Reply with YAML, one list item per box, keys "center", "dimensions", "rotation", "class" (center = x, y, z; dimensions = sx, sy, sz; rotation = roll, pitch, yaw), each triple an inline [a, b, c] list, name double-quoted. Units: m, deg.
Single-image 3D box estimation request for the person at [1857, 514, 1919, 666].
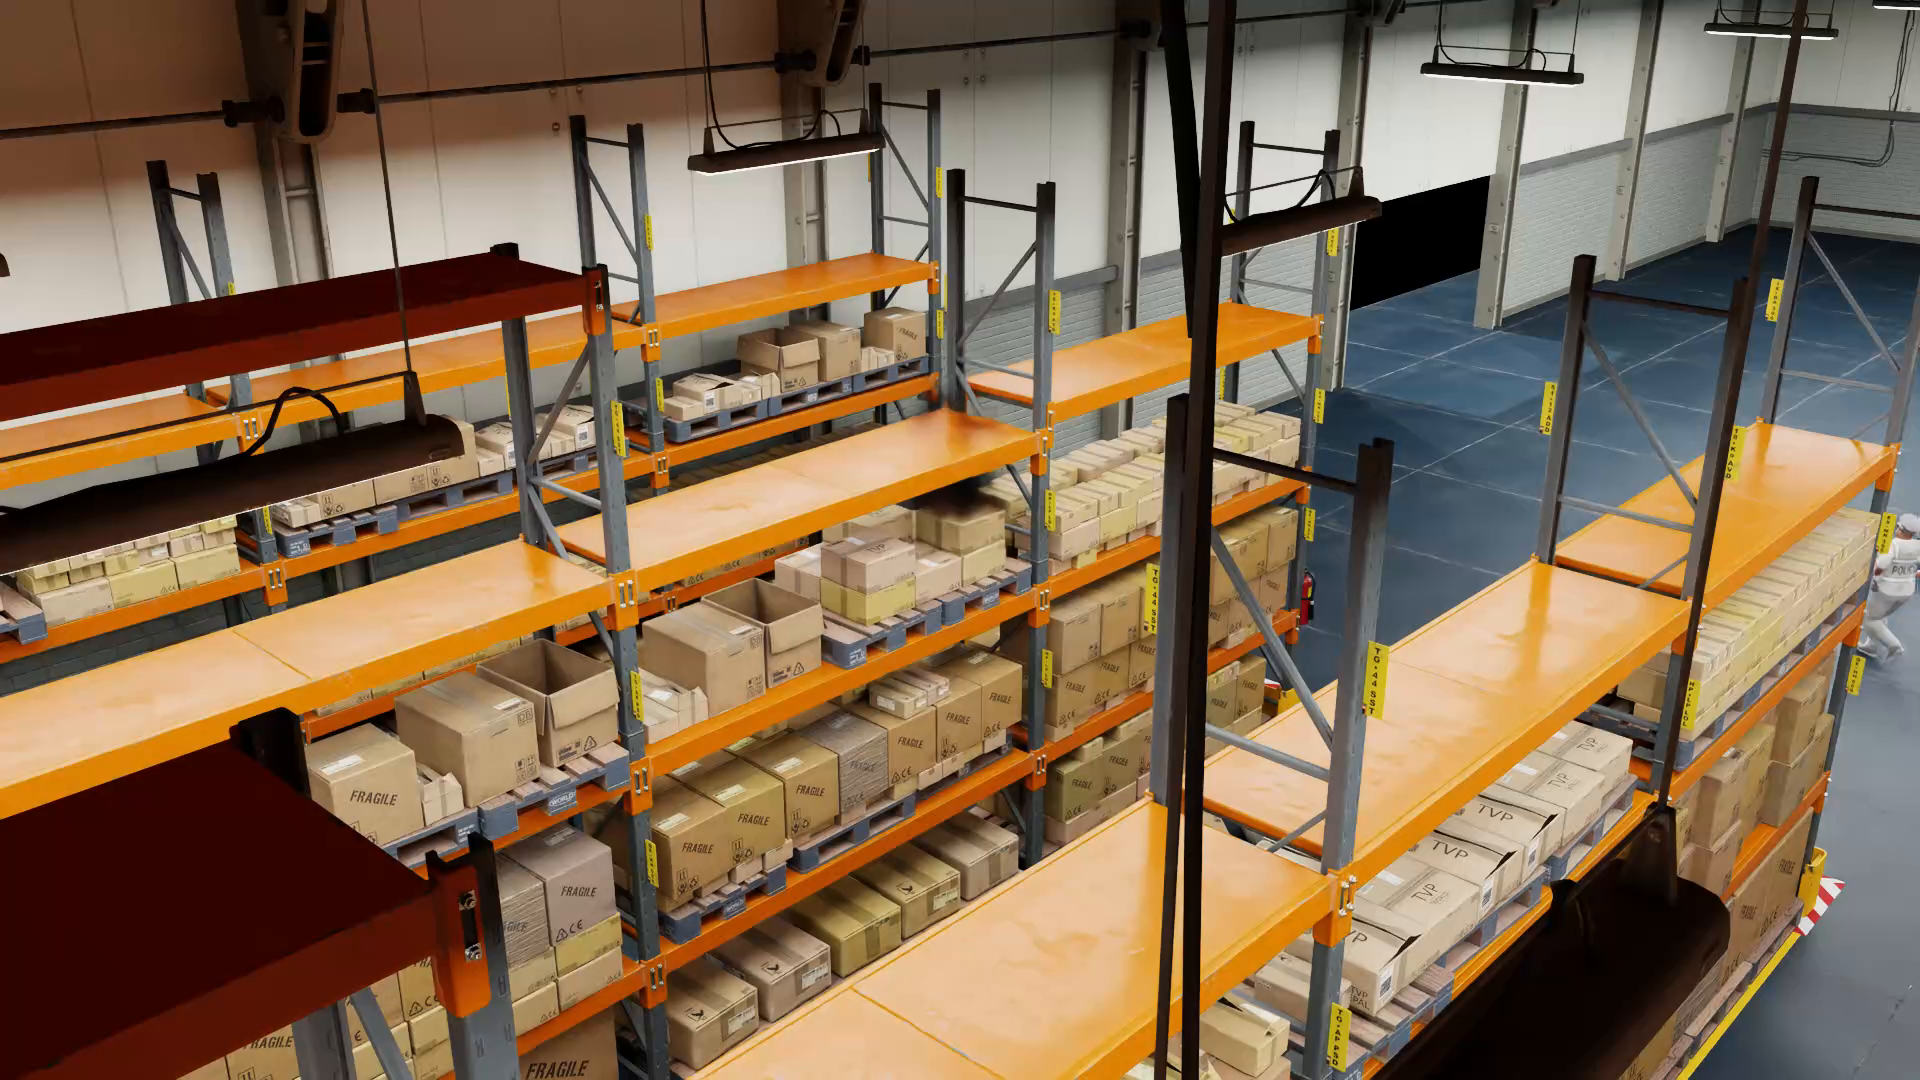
- center: [10.218, 0.535, 18.223]
  dimensions: [0.675, 1.747, 0.785]
  rotation: [-4, 22, -11]
  class: "person"
